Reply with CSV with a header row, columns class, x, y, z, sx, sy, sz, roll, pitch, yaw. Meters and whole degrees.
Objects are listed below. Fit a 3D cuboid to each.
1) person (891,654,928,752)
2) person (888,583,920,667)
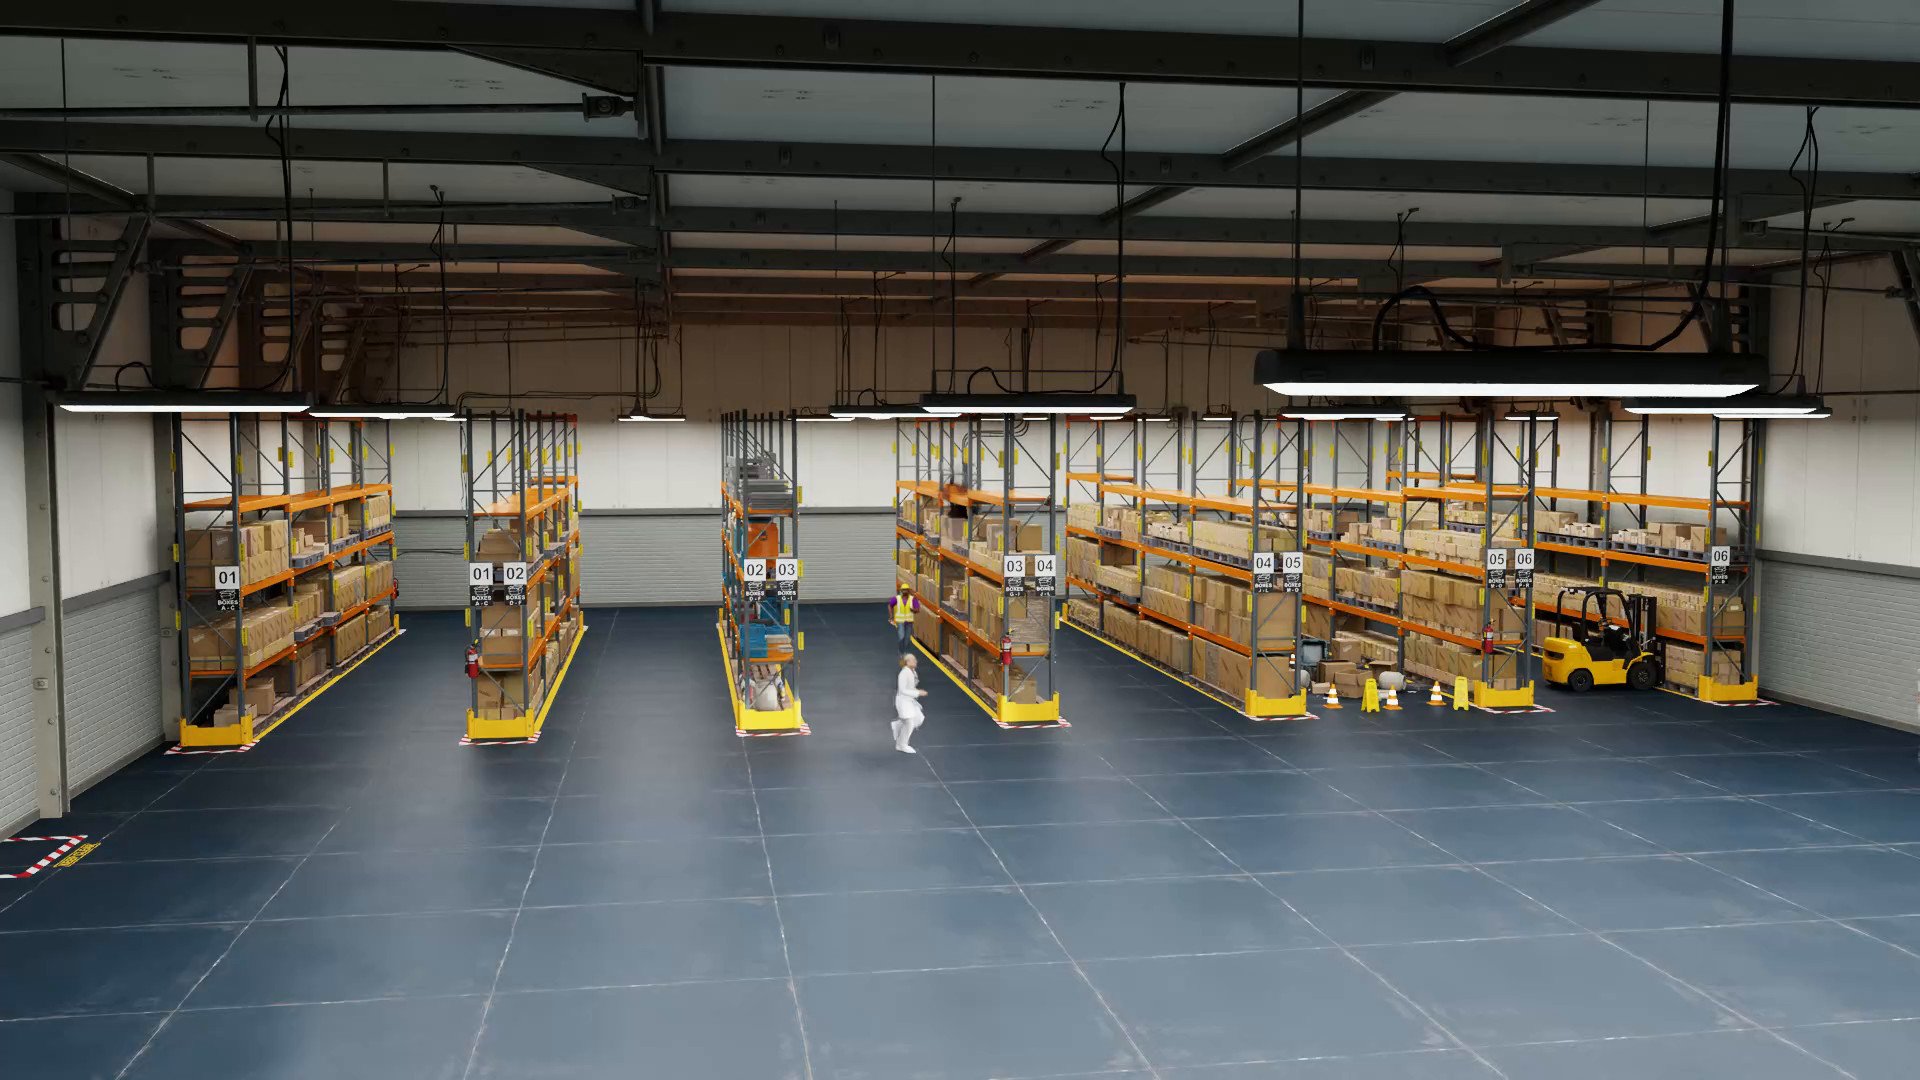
class,x,y,z,sx,sy,sz,roll,pitch,yaw
person,-0.874,2.846,29.017,0.703,1.729,0.763,1,4,17
person,-1.255,1.840,37.826,0.674,1.702,0.744,-1,4,-12
